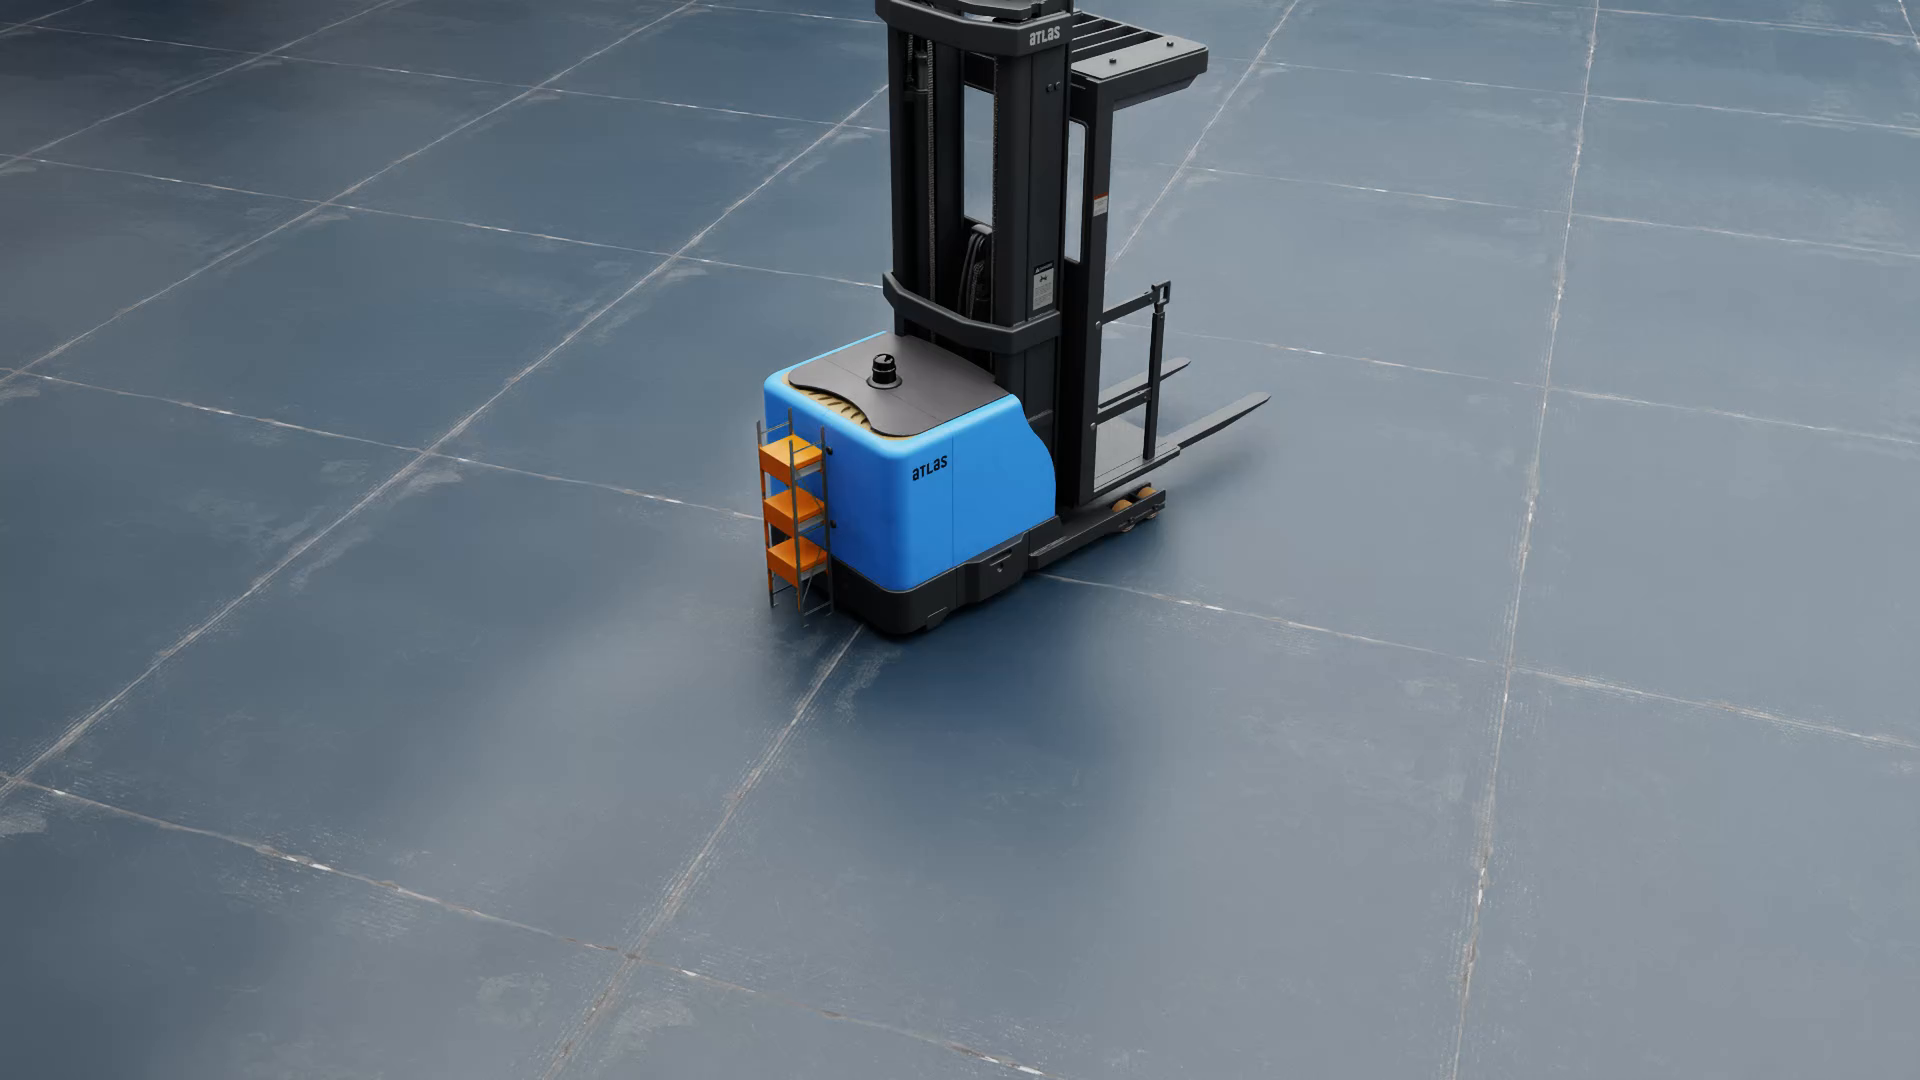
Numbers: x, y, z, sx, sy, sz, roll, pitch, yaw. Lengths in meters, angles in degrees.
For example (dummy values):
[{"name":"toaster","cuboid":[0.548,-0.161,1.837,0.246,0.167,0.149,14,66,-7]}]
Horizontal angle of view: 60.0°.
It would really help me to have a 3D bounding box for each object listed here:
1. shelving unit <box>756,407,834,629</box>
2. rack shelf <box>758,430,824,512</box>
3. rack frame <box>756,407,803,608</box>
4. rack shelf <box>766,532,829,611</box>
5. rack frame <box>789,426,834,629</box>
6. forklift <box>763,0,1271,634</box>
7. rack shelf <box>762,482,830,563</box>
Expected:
[{"name":"shelving unit","cuboid":[-0.780,-0.094,7.927,0.215,1.050,0.252,-26,41,-35]},{"name":"rack shelf","cuboid":[-0.780,-0.323,7.779,0.215,0.259,0.240,-26,41,-35]},{"name":"rack frame","cuboid":[-0.863,-0.143,8.003,0.200,1.050,0.008,-26,41,-35]},{"name":"rack shelf","cuboid":[-0.780,0.149,8.084,0.215,0.259,0.240,-26,41,-35]},{"name":"rack frame","cuboid":[-0.698,-0.045,7.852,0.200,1.050,0.008,-26,41,-35]},{"name":"forklift","cuboid":[0.465,-1.462,8.313,3.031,2.935,1.130,-26,41,-35]},{"name":"rack shelf","cuboid":[-0.780,-0.085,7.933,0.215,0.259,0.240,-26,41,-35]}]
